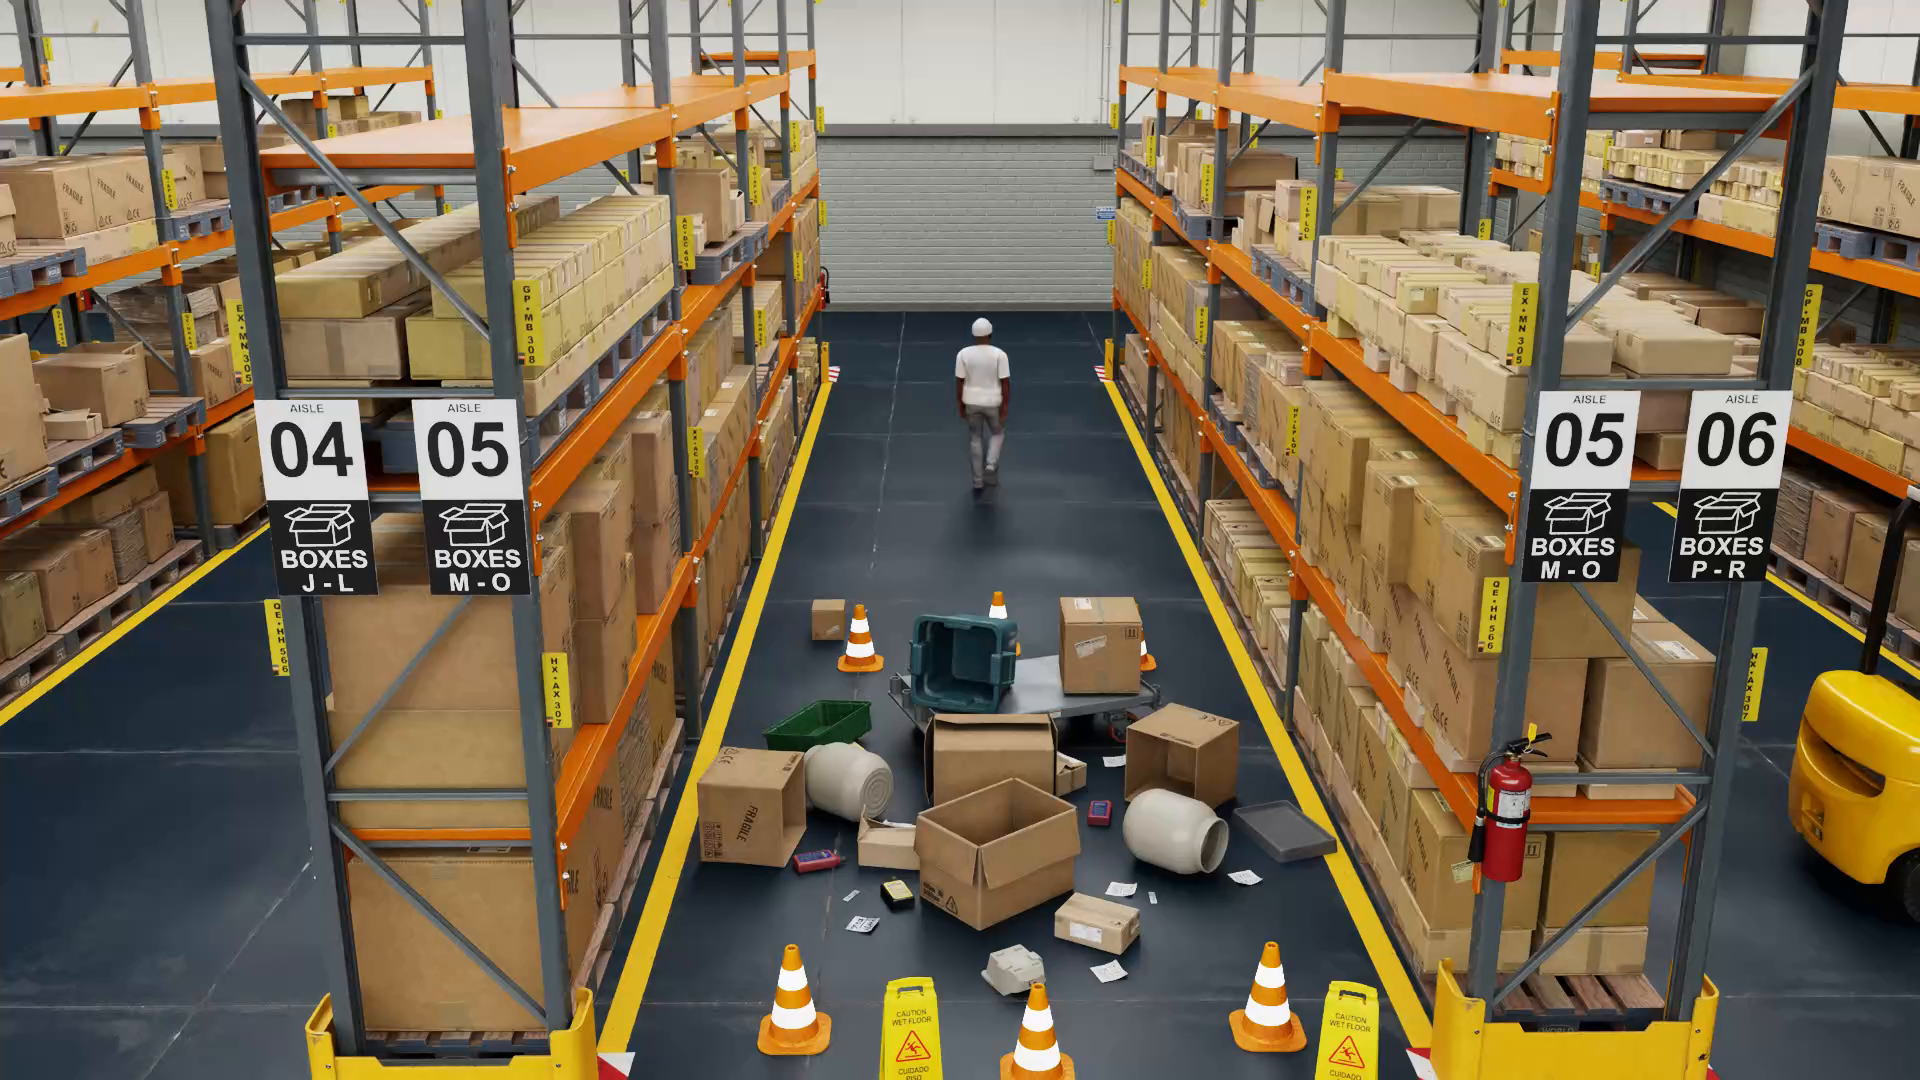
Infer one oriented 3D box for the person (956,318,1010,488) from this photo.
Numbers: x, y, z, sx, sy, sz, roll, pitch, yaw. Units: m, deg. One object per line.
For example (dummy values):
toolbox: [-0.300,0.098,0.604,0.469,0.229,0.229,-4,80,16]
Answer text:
person: [0.239,-1.399,17.005,0.564,1.758,0.501,2,17,7]
